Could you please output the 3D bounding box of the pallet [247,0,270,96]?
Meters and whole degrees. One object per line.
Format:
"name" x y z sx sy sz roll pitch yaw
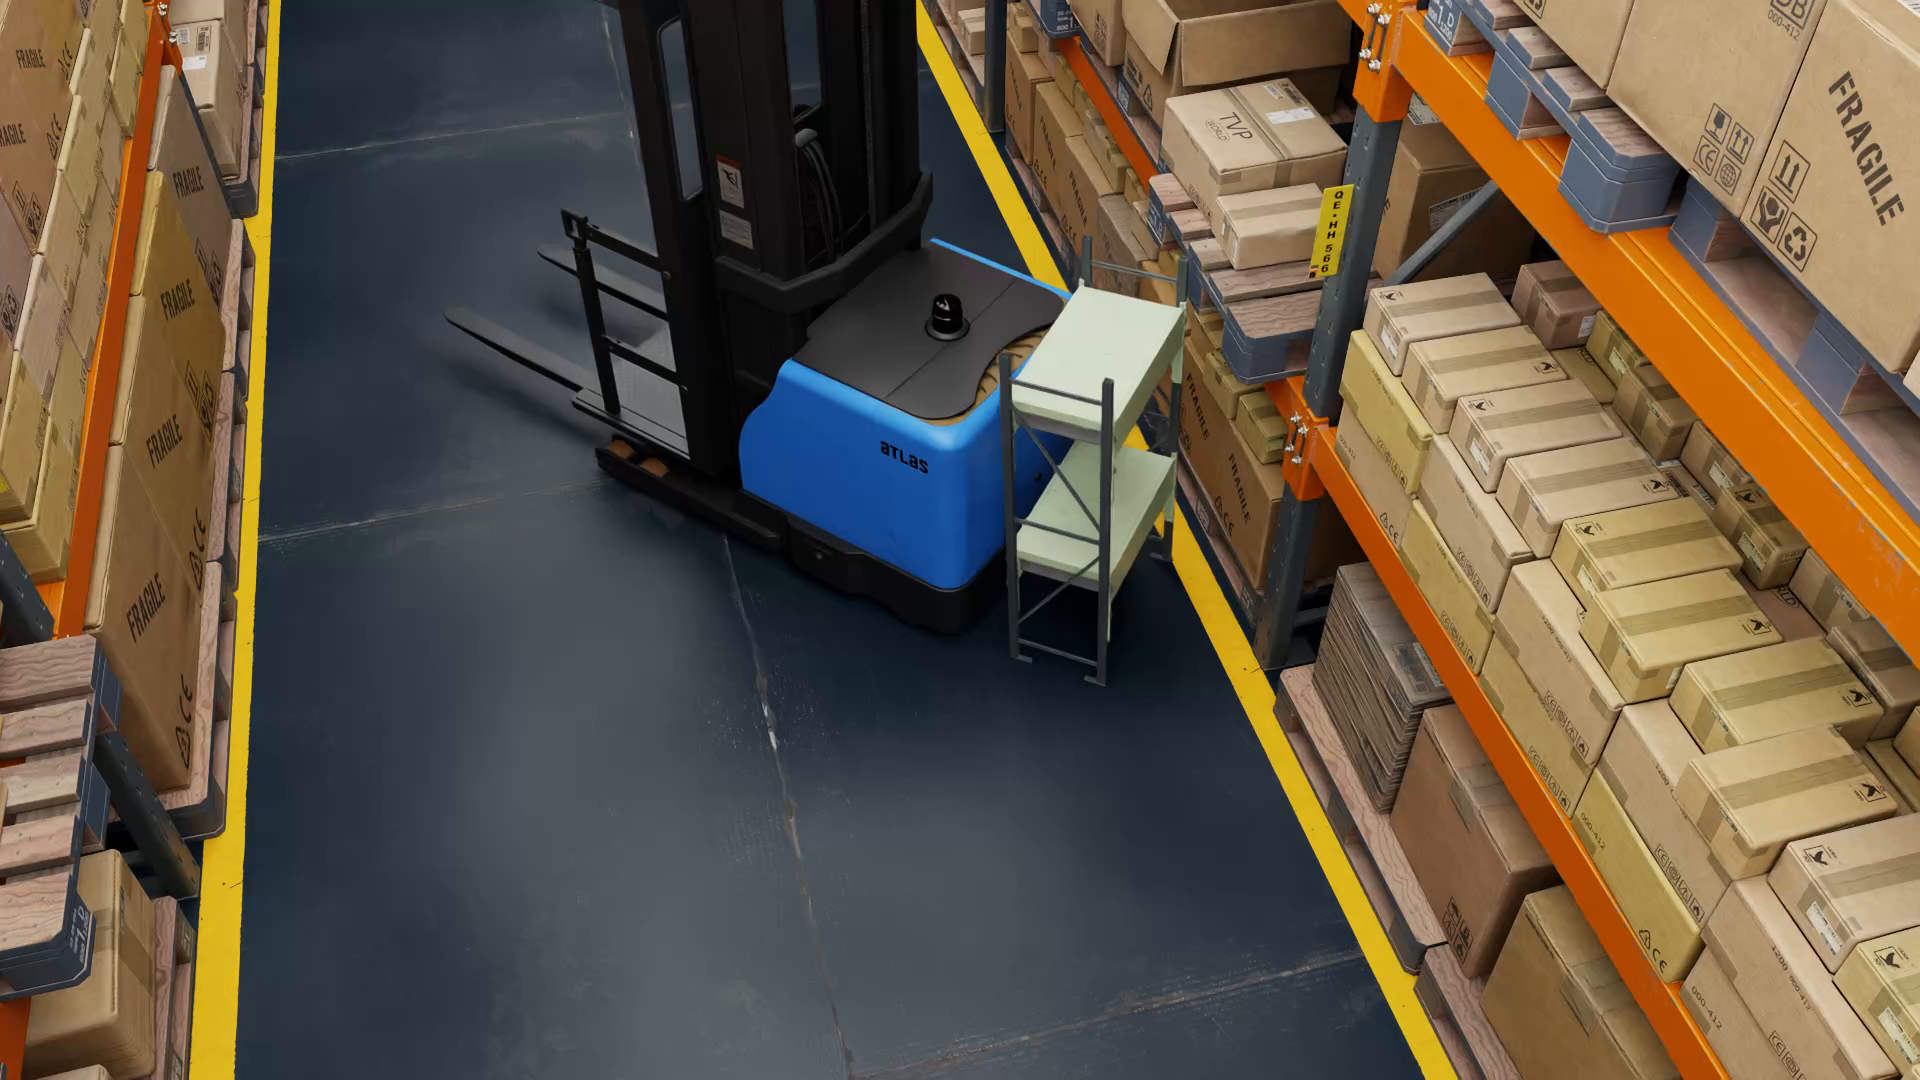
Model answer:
"pallet" -4.602 -2.924 9.718 1.003 0.211 1.213 -11 47 -10

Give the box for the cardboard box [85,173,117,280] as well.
"cardboard box" -3.432 -1.141 6.124 0.500 0.250 0.500 -11 47 -10

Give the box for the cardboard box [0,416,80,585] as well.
"cardboard box" -3.026 -0.086 5.090 0.500 0.250 0.500 -11 47 -11

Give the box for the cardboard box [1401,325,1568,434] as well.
"cardboard box" 1.520 -0.469 4.836 0.380 0.149 0.250 -10 46 -9

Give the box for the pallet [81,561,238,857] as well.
"pallet" -3.272 0.663 6.203 1.003 0.211 1.213 -11 47 -10

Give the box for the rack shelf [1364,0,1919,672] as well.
"rack shelf" 2.166 -0.082 3.385 1.077 0.370 4.000 -11 47 -10

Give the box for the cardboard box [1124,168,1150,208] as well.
"cardboard box" 0.957 -1.558 7.430 0.380 0.149 0.250 -11 47 -10

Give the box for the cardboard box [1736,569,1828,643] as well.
"cardboard box" 2.296 0.171 4.488 0.500 0.250 0.500 -11 47 -11

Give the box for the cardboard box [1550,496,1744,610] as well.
"cardboard box" 1.783 0.050 4.328 0.380 0.149 0.250 -10 46 -10

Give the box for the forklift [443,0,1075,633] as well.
"forklift" -0.967 -1.502 6.421 3.031 2.935 1.130 26 51 23

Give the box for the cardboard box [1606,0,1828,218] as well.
"cardboard box" 1.830 -1.057 3.402 0.700 0.500 0.500 -12 47 -11

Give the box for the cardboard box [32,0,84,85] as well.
"cardboard box" -3.560 -1.929 6.021 0.500 0.500 0.500 -9 46 -9

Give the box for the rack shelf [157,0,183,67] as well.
"rack shelf" -4.680 -3.646 8.977 1.077 0.370 4.000 -11 47 -10

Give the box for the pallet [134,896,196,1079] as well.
"pallet" -2.945 1.761 5.127 1.003 0.211 1.213 -11 47 -10

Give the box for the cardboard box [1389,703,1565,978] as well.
"cardboard box" 1.975 0.902 5.385 0.875 0.625 0.625 -9 46 -9

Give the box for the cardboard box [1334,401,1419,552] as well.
"cardboard box" 1.531 -0.262 5.262 0.500 0.250 0.500 -11 47 -10

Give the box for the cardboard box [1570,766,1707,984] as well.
"cardboard box" 1.925 0.799 4.222 0.500 0.250 0.500 -9 46 -9

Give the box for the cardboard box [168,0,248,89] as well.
"cardboard box" -4.454 -2.838 9.182 0.875 0.438 0.875 -12 47 -11

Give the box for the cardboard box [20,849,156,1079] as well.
"cardboard box" -3.009 1.410 5.065 0.950 0.372 0.625 -14 47 -13

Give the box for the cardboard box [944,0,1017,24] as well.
"cardboard box" 0.112 -3.194 9.651 0.396 0.266 0.258 -9 46 -9

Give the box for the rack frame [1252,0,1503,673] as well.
"rack frame" 1.654 -0.665 5.552 1.000 3.000 0.127 -11 47 -10

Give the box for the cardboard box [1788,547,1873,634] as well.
"cardboard box" 2.382 0.119 4.260 0.380 0.149 0.250 -11 47 -11

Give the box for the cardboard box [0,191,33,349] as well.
"cardboard box" -3.170 -0.866 4.979 0.500 0.500 0.500 -11 47 -10

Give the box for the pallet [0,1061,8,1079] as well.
"pallet" -2.597 1.671 3.397 1.003 0.211 1.213 -11 47 -10

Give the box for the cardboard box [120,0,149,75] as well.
"cardboard box" -3.809 -2.200 7.162 0.500 0.250 0.500 -12 47 -11

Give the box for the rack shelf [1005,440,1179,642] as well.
"rack shelf" 0.518 -0.032 6.423 0.431 0.370 0.720 16 48 19

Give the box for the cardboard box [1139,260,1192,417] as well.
"cardboard box" 1.083 -0.898 7.237 0.500 0.500 0.500 -9 46 -9

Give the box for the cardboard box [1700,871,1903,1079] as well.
"cardboard box" 2.041 0.974 3.701 0.500 0.250 0.500 -10 46 -10

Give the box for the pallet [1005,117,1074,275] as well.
"pallet" 0.875 -1.896 8.711 1.003 0.211 1.213 -11 47 -10

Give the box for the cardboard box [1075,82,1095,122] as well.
"cardboard box" 0.770 -2.091 7.951 0.380 0.149 0.250 -11 47 -11

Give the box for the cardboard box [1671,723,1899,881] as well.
"cardboard box" 1.877 0.594 3.795 0.380 0.149 0.250 -12 47 -11

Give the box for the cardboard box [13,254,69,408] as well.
"cardboard box" -3.166 -0.629 5.272 0.500 0.250 0.500 -10 46 -9

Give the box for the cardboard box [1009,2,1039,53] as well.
"cardboard box" 0.464 -2.629 8.479 0.380 0.149 0.250 -9 46 -8

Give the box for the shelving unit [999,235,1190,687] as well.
"shelving unit" 0.502 -0.265 6.195 0.431 1.500 0.755 16 48 19

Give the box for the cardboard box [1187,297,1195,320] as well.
"cardboard box" 1.134 -1.022 6.904 0.380 0.149 0.250 -9 46 -9

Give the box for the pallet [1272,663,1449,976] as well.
"pallet" 1.827 0.886 5.984 1.003 0.211 1.213 -11 47 -10

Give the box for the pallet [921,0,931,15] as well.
"pallet" 0.139 -3.769 10.547 1.003 0.211 1.213 -11 47 -10

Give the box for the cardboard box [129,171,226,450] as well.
"cardboard box" -3.693 -0.884 6.961 0.875 0.875 0.875 -9 46 -9

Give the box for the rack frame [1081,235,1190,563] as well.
"rack frame" 0.657 -0.502 6.428 0.400 1.500 0.023 16 48 19

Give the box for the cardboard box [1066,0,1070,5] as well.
"cardboard box" 0.615 -2.497 7.148 0.396 0.266 0.258 -9 46 -8

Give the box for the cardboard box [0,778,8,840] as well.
"cardboard box" -2.586 0.707 4.090 0.380 0.149 0.250 -11 47 -11

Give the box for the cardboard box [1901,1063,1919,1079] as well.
"cardboard box" 2.085 1.129 3.270 0.380 0.149 0.250 -12 47 -12

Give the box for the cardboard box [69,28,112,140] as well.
"cardboard box" -3.546 -1.679 6.301 0.500 0.250 0.500 -10 46 -9

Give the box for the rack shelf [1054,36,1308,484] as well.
"rack shelf" 1.142 -1.794 7.162 1.077 0.370 4.000 -11 47 -10

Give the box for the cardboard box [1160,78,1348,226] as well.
"cardboard box" 1.071 -1.429 6.112 0.500 0.250 0.500 -13 47 -12

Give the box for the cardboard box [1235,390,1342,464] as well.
"cardboard box" 1.283 -0.459 6.352 0.380 0.149 0.250 -13 47 -12

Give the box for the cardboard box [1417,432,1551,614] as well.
"cardboard box" 1.658 -0.091 4.744 0.500 0.250 0.500 -9 46 -9

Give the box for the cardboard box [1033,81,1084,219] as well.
"cardboard box" 0.682 -1.958 8.275 0.500 0.500 0.500 -11 47 -11

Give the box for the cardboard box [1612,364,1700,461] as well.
"cardboard box" 2.115 -0.389 4.758 0.380 0.149 0.250 -11 47 -10
